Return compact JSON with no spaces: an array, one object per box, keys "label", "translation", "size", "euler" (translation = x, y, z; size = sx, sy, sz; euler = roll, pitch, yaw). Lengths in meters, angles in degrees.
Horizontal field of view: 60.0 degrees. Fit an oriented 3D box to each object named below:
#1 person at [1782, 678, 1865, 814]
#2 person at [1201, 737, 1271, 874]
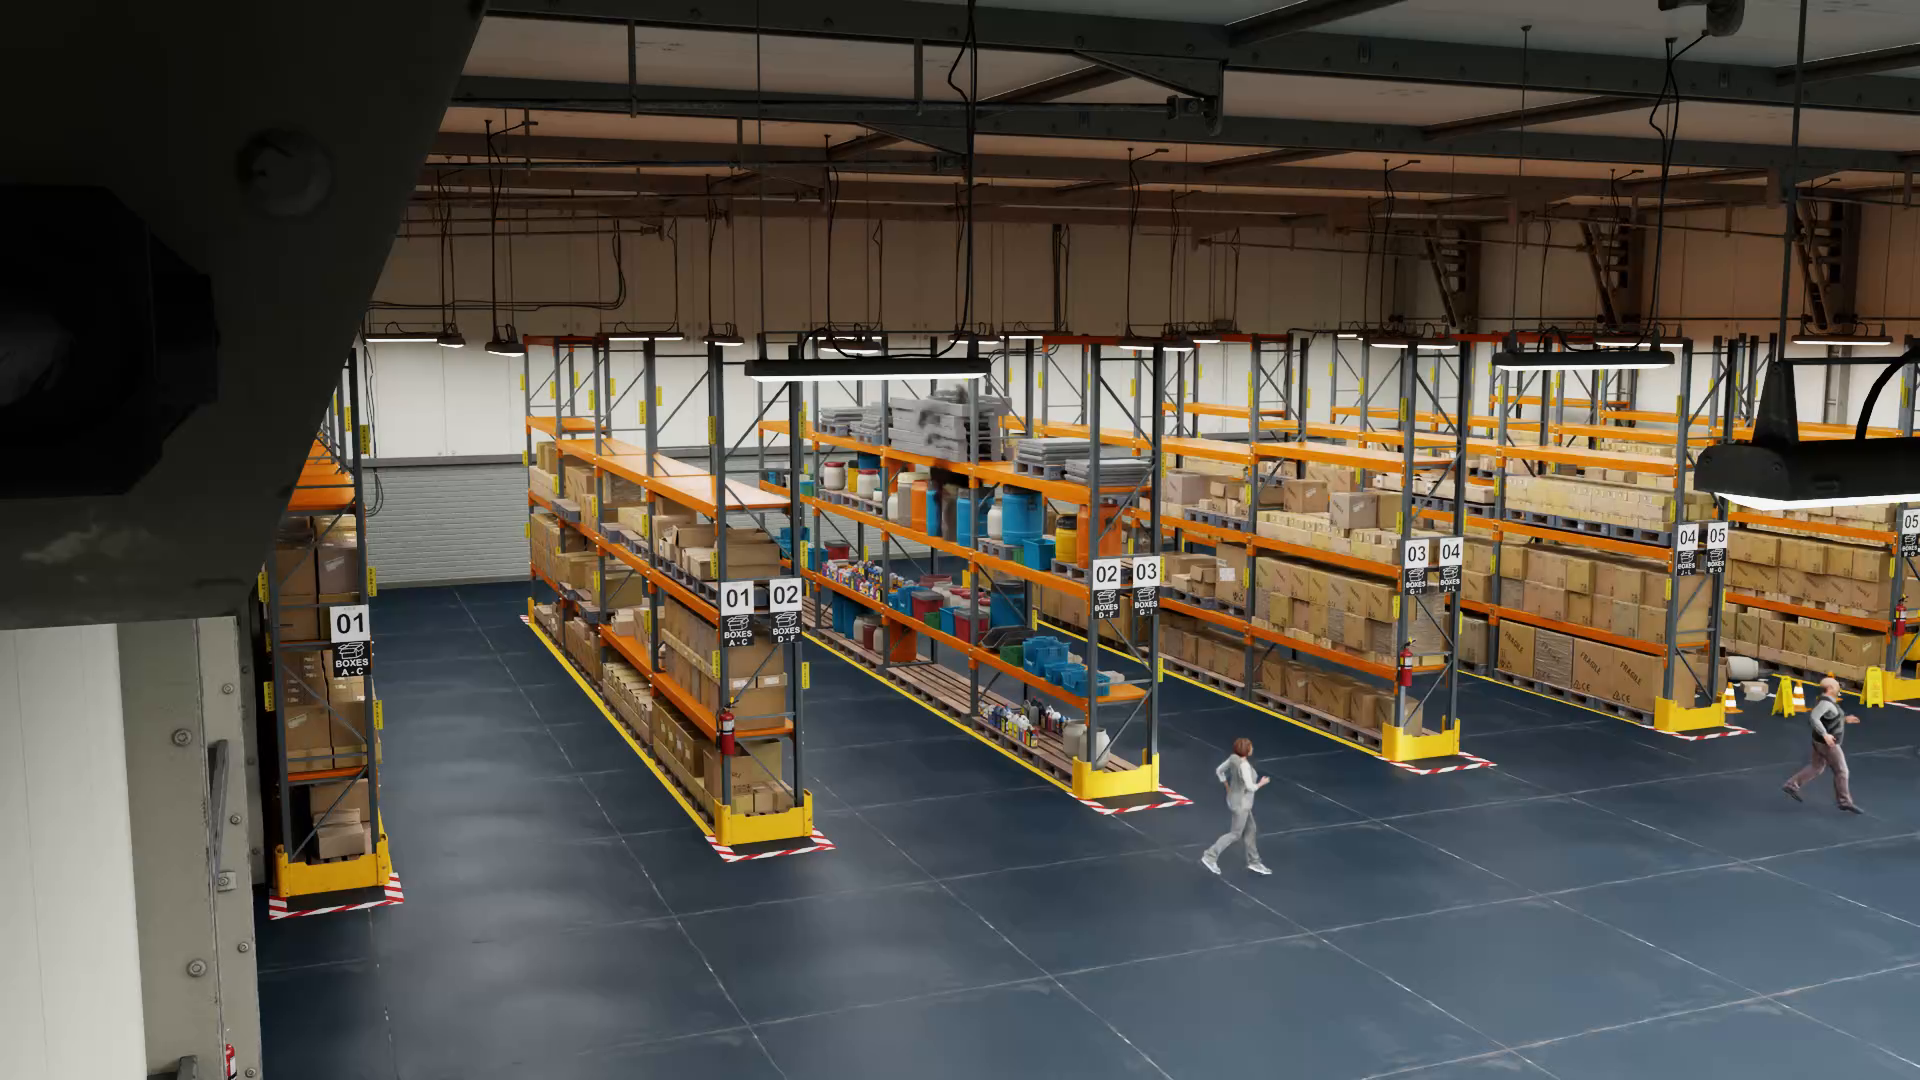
[{"label":"person","translation":[11.152,2.614,21.387],"size":[0.948,1.713,0.659],"euler":[3,8,19]},{"label":"person","translation":[3.148,3.072,18.842],"size":[0.831,1.514,0.566],"euler":[-1,8,-5]}]
